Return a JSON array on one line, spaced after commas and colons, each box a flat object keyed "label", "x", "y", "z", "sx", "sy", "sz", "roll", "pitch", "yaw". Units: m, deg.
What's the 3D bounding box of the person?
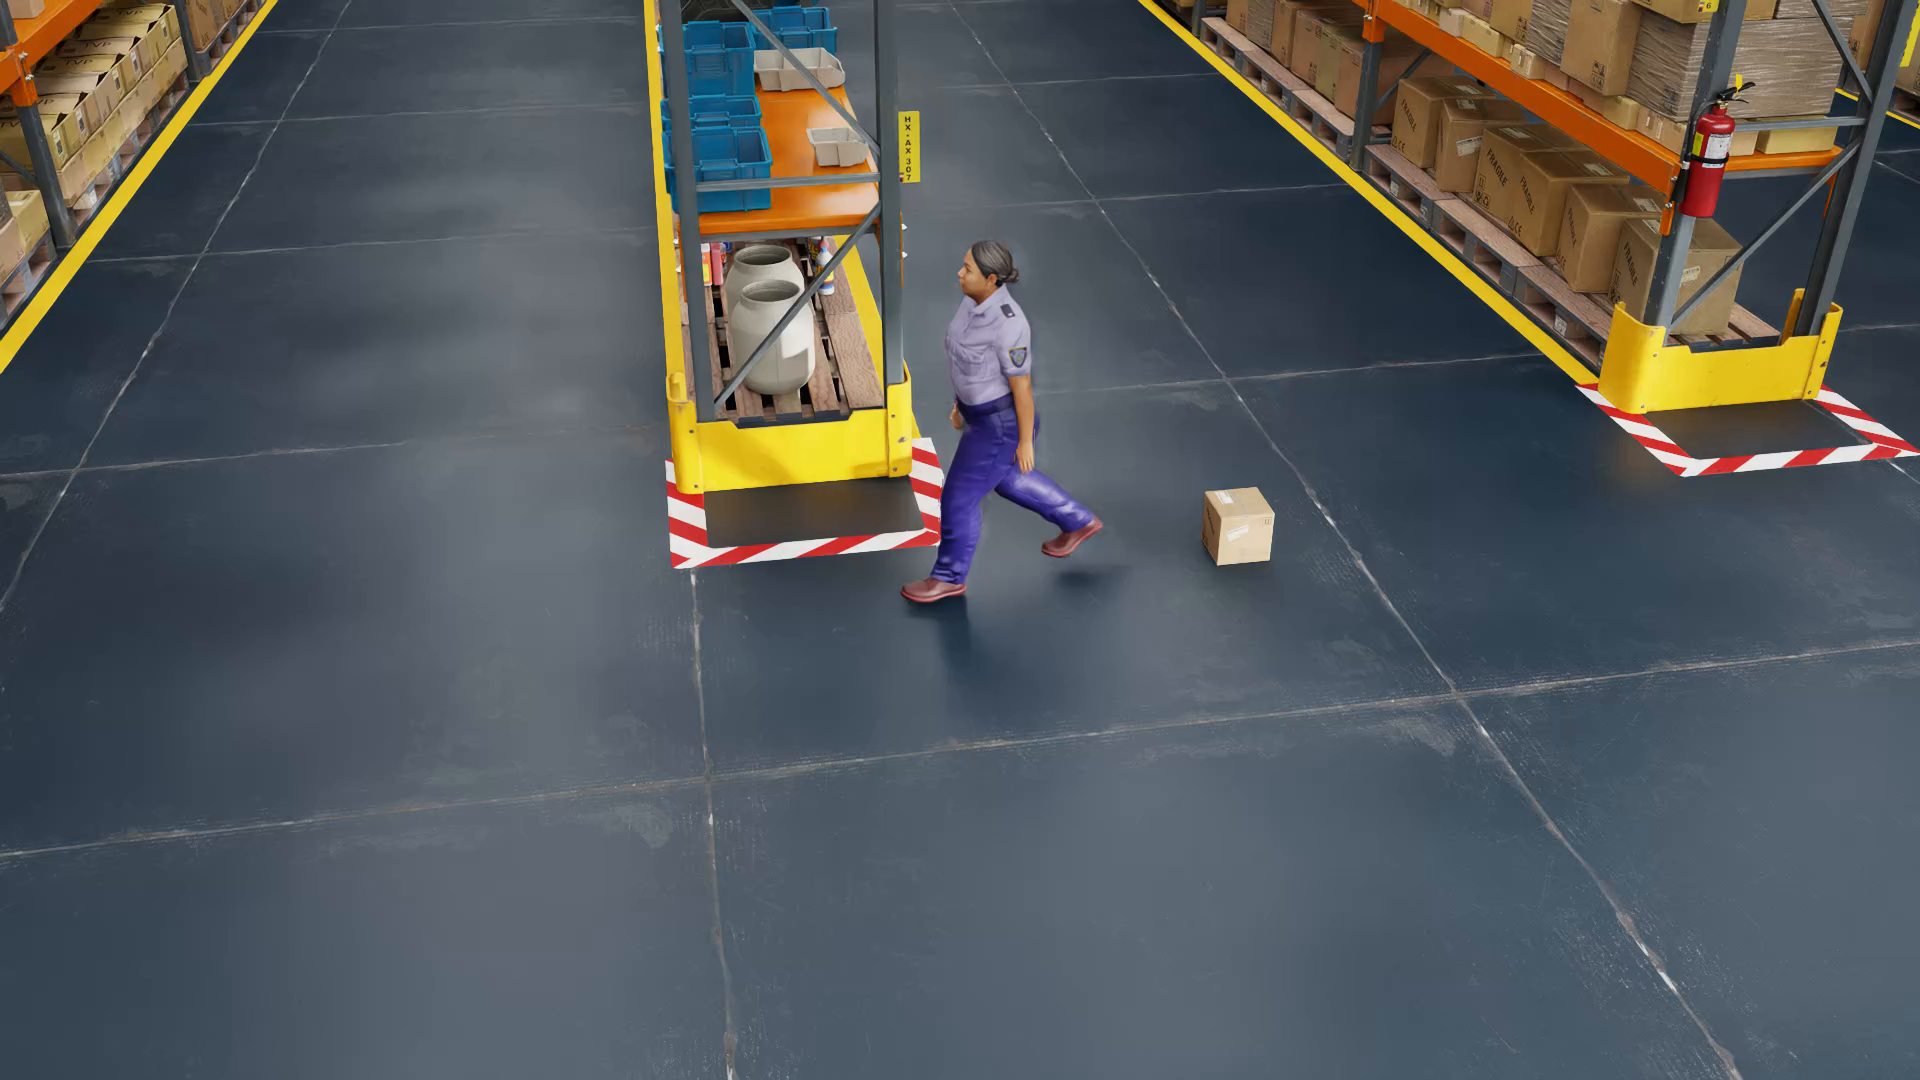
[{"label": "person", "x": 0.185, "y": -0.528, "z": 7.035, "sx": 0.957, "sy": 1.598, "sz": 0.489, "roll": -7, "pitch": 32, "yaw": -11}]
